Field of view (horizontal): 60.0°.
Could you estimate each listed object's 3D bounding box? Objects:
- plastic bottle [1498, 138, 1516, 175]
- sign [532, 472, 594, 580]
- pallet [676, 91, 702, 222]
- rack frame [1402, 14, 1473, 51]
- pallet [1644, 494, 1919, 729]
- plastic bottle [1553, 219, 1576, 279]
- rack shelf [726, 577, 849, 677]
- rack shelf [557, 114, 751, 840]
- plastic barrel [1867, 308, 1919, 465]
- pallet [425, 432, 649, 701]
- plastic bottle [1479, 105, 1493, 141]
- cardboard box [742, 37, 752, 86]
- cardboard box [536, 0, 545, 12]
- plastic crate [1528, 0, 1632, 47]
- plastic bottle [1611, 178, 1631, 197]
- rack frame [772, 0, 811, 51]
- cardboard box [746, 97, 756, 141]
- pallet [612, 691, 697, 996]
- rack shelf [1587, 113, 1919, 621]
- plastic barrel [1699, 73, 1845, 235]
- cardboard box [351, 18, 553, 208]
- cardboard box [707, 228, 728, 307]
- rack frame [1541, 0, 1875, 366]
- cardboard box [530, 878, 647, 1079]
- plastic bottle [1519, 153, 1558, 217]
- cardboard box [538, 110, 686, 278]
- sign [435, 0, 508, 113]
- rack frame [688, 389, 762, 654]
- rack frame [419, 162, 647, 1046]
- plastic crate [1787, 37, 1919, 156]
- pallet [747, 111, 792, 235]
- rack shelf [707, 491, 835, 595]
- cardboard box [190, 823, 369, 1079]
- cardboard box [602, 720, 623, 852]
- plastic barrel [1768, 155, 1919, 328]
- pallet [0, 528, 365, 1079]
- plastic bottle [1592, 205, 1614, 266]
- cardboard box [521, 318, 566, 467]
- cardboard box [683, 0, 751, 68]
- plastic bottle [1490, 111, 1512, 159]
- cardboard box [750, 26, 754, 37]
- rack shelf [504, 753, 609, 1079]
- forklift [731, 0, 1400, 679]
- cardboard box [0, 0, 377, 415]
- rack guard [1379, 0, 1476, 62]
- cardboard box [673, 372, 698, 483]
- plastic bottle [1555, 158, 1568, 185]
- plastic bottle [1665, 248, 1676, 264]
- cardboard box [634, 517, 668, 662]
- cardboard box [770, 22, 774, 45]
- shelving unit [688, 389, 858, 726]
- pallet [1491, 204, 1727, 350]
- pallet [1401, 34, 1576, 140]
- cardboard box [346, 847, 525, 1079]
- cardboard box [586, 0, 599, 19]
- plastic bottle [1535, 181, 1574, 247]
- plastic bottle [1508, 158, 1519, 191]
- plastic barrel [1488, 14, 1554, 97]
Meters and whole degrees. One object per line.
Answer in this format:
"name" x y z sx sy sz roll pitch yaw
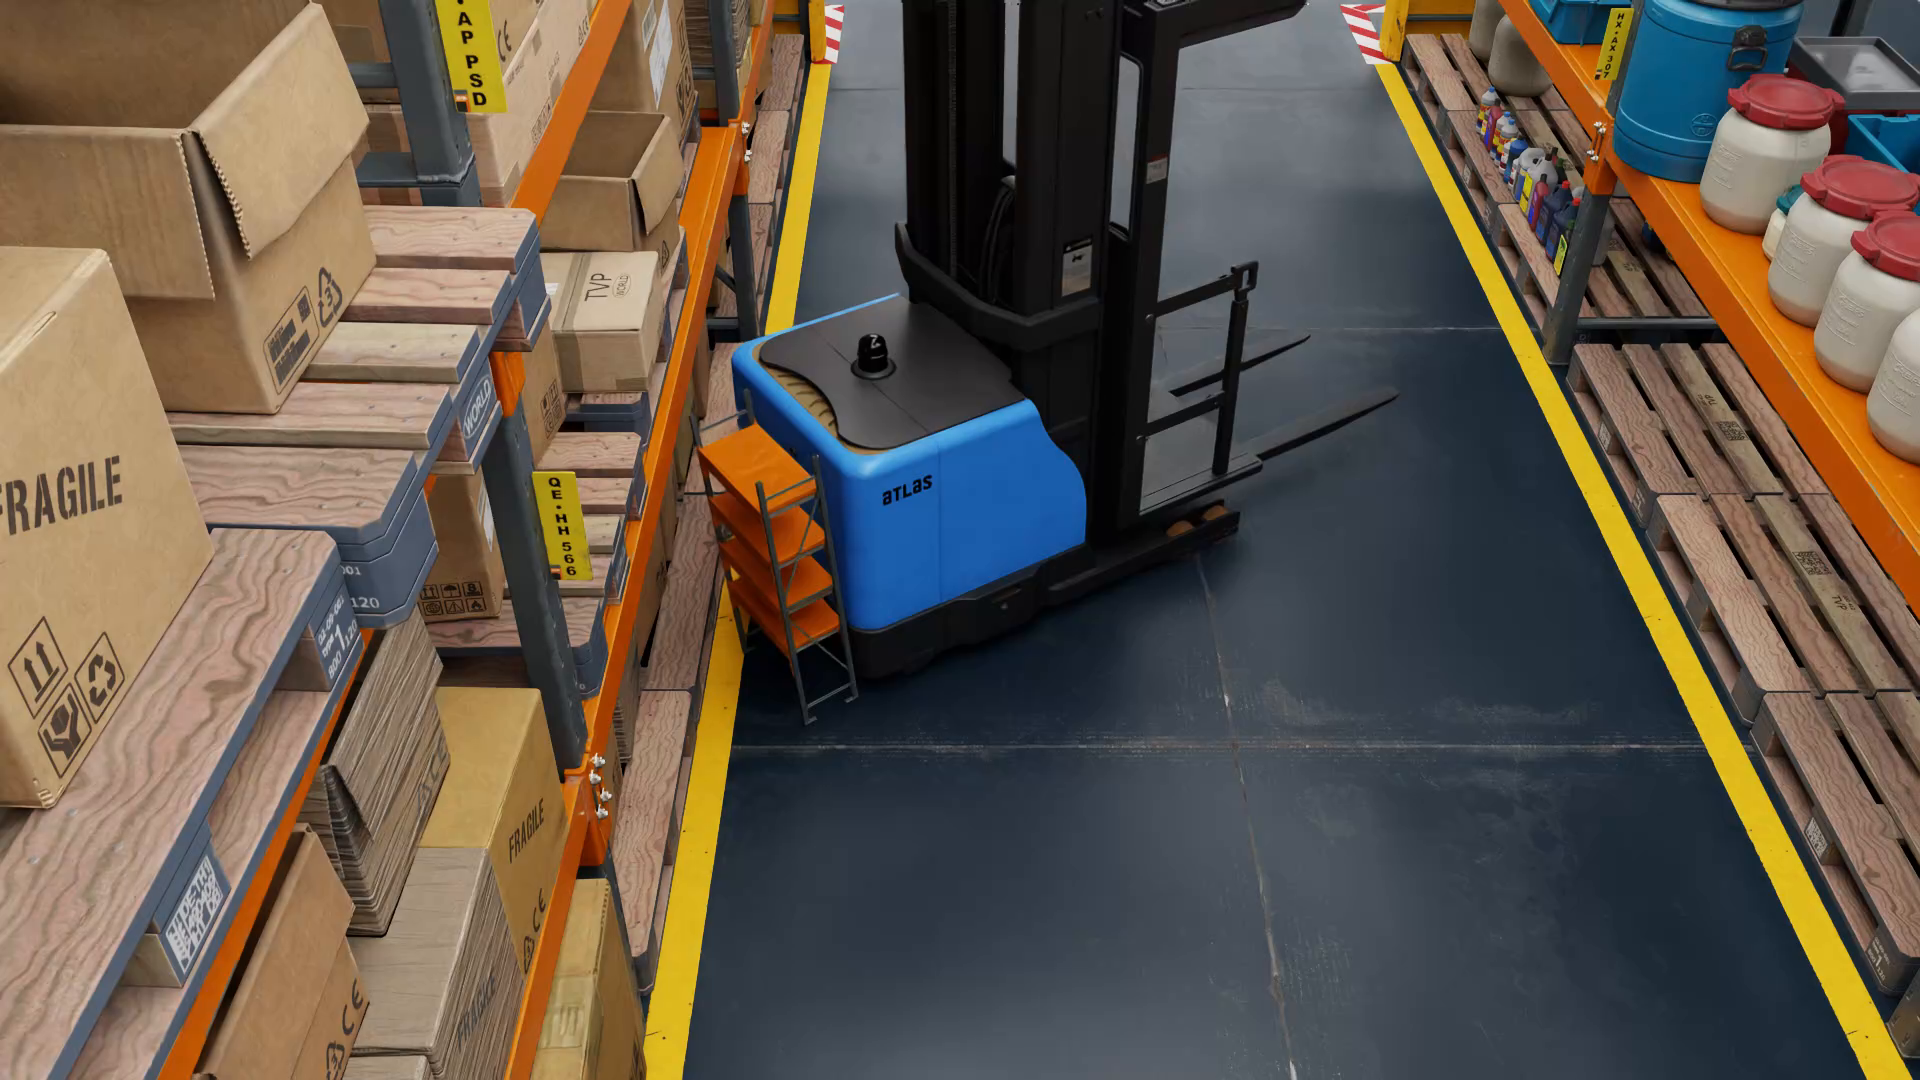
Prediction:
"plastic bottle" 3.135 -2.189 9.469 0.097 0.201 0.097 0 39 0
"sign" -0.945 -0.030 3.963 0.100 0.325 0.005 0 39 0
"pallet" -1.649 -1.524 6.907 1.003 0.211 1.213 0 39 0
"rack frame" 3.444 -4.582 10.569 1.000 3.000 0.127 0 39 0
"pallet" 3.492 0.263 6.753 1.003 0.211 1.213 0 39 0
"plastic bottle" 3.118 -1.493 8.535 0.061 0.283 0.133 2 39 2
"rack shelf" -0.659 0.281 6.347 0.258 0.148 0.480 -27 46 -22
"rack shelf" -1.502 -0.546 6.108 1.077 0.370 4.000 0 39 0
"plastic barrel" 3.238 -0.530 5.423 0.421 0.512 0.421 0 39 0
"pallet" -1.607 0.054 4.938 1.213 0.211 1.003 0 39 0
"plastic bottle" 3.134 -2.463 9.811 0.097 0.201 0.097 0 39 0
"cardboard box" -1.191 -2.270 7.885 0.380 0.149 0.250 0 39 0
"cardboard box" -1.240 -1.592 3.959 0.500 0.500 0.500 0 39 0
"plastic crate" 3.176 -2.715 8.358 0.499 0.251 0.616 0 39 0
"plastic bottle" 3.714 -2.063 9.251 0.152 0.276 0.135 0 39 0
"rack frame" -1.509 -4.579 10.565 1.000 3.000 0.127 0 39 0
"cardboard box" -1.508 -2.611 9.773 0.500 0.500 0.500 3 39 4
"pallet" -1.499 1.024 5.804 1.003 0.211 1.213 0 39 0
"rack shelf" 3.451 -0.549 6.112 1.077 0.370 4.000 0 39 0
"plastic barrel" 3.230 -1.535 6.659 0.433 0.535 0.433 0 39 0
"cardboard box" -1.246 -0.982 3.798 0.500 0.250 0.500 1 39 1
"cardboard box" -1.465 -1.516 8.406 0.500 0.500 0.500 -1 39 -1
"rack frame" 3.448 -2.081 7.448 1.000 3.000 0.127 0 39 0
"cardboard box" -1.520 1.521 4.317 1.225 0.875 0.875 -2 39 -2
"plastic bottle" 3.159 -1.943 9.043 0.144 0.351 0.185 0 39 0
"cardboard box" -1.410 -1.197 5.927 0.797 0.503 0.637 4 39 5
"sign" -0.945 -0.974 3.192 0.100 0.325 0.005 0 39 0
"rack frame" -0.816 -0.043 6.328 0.240 1.200 0.015 -27 46 -22
"rack frame" -1.500 0.424 4.322 1.000 3.000 0.127 0 39 0
"plastic crate" 3.755 -1.803 7.050 0.402 0.464 0.583 0 39 0
"pallet" -1.545 -2.174 9.794 1.003 0.211 1.213 0 39 0
"rack shelf" -0.690 -0.034 6.067 0.258 0.148 0.480 -27 46 -22
"cardboard box" -1.517 0.859 2.898 0.797 0.503 0.637 1 39 1
"cardboard box" -1.521 0.809 5.489 0.700 0.500 0.500 -2 39 -2
"plastic barrel" 3.231 -1.077 6.086 0.433 0.535 0.433 0 39 0
"pallet" -1.442 0.429 2.068 1.003 0.211 1.213 2 39 2
"plastic bottle" 3.304 -1.621 8.641 0.144 0.351 0.185 0 39 0
"cardboard box" -1.641 -0.465 5.016 0.700 0.500 0.500 5 39 7
"cardboard box" -1.443 -2.514 7.670 0.875 0.500 0.500 0 39 0
"plastic bottle" 3.135 -2.341 9.602 0.097 0.271 0.097 0 39 0
"cardboard box" -1.229 -2.583 8.275 0.380 0.149 0.250 0 39 0
"rack shelf" -1.498 1.956 2.986 1.077 0.370 4.000 0 39 0
"forklift" 0.606 -1.315 6.547 3.031 2.935 1.130 -22 44 -25
"cardboard box" -1.427 -0.569 2.744 0.797 0.503 0.637 2 39 3
"rack guard" 3.491 -3.559 11.292 1.175 0.500 0.348 0 39 0
"cardboard box" -1.544 -0.591 7.236 0.700 0.500 0.500 0 39 0
"plastic bottle" 3.261 -1.933 9.084 0.061 0.283 0.133 0 39 0
"plastic bottle" 3.752 -1.594 8.660 0.061 0.283 0.133 0 39 0
"cardboard box" -1.542 0.108 6.364 0.700 0.500 0.500 3 39 4
"cardboard box" -1.525 -3.376 10.728 0.500 0.500 0.500 7 39 8
"shelving unit" -0.678 0.083 6.171 0.258 1.200 0.503 -27 46 -22
"pallet" 3.489 -1.413 8.844 1.003 0.211 1.213 0 39 0
"pallet" 3.486 -2.938 10.748 1.003 0.211 1.213 0 39 0
"cardboard box" -1.257 1.005 3.517 0.500 0.500 0.500 0 39 0
"cardboard box" -1.256 -1.624 4.600 0.500 0.250 0.500 1 39 1
"plastic bottle" 3.159 -1.741 8.791 0.144 0.351 0.185 -2 39 -2
"plastic bottle" 3.135 -2.060 9.308 0.097 0.201 0.097 0 39 0
"plastic barrel" 3.522 -3.050 10.311 0.421 0.512 0.421 0 39 0
